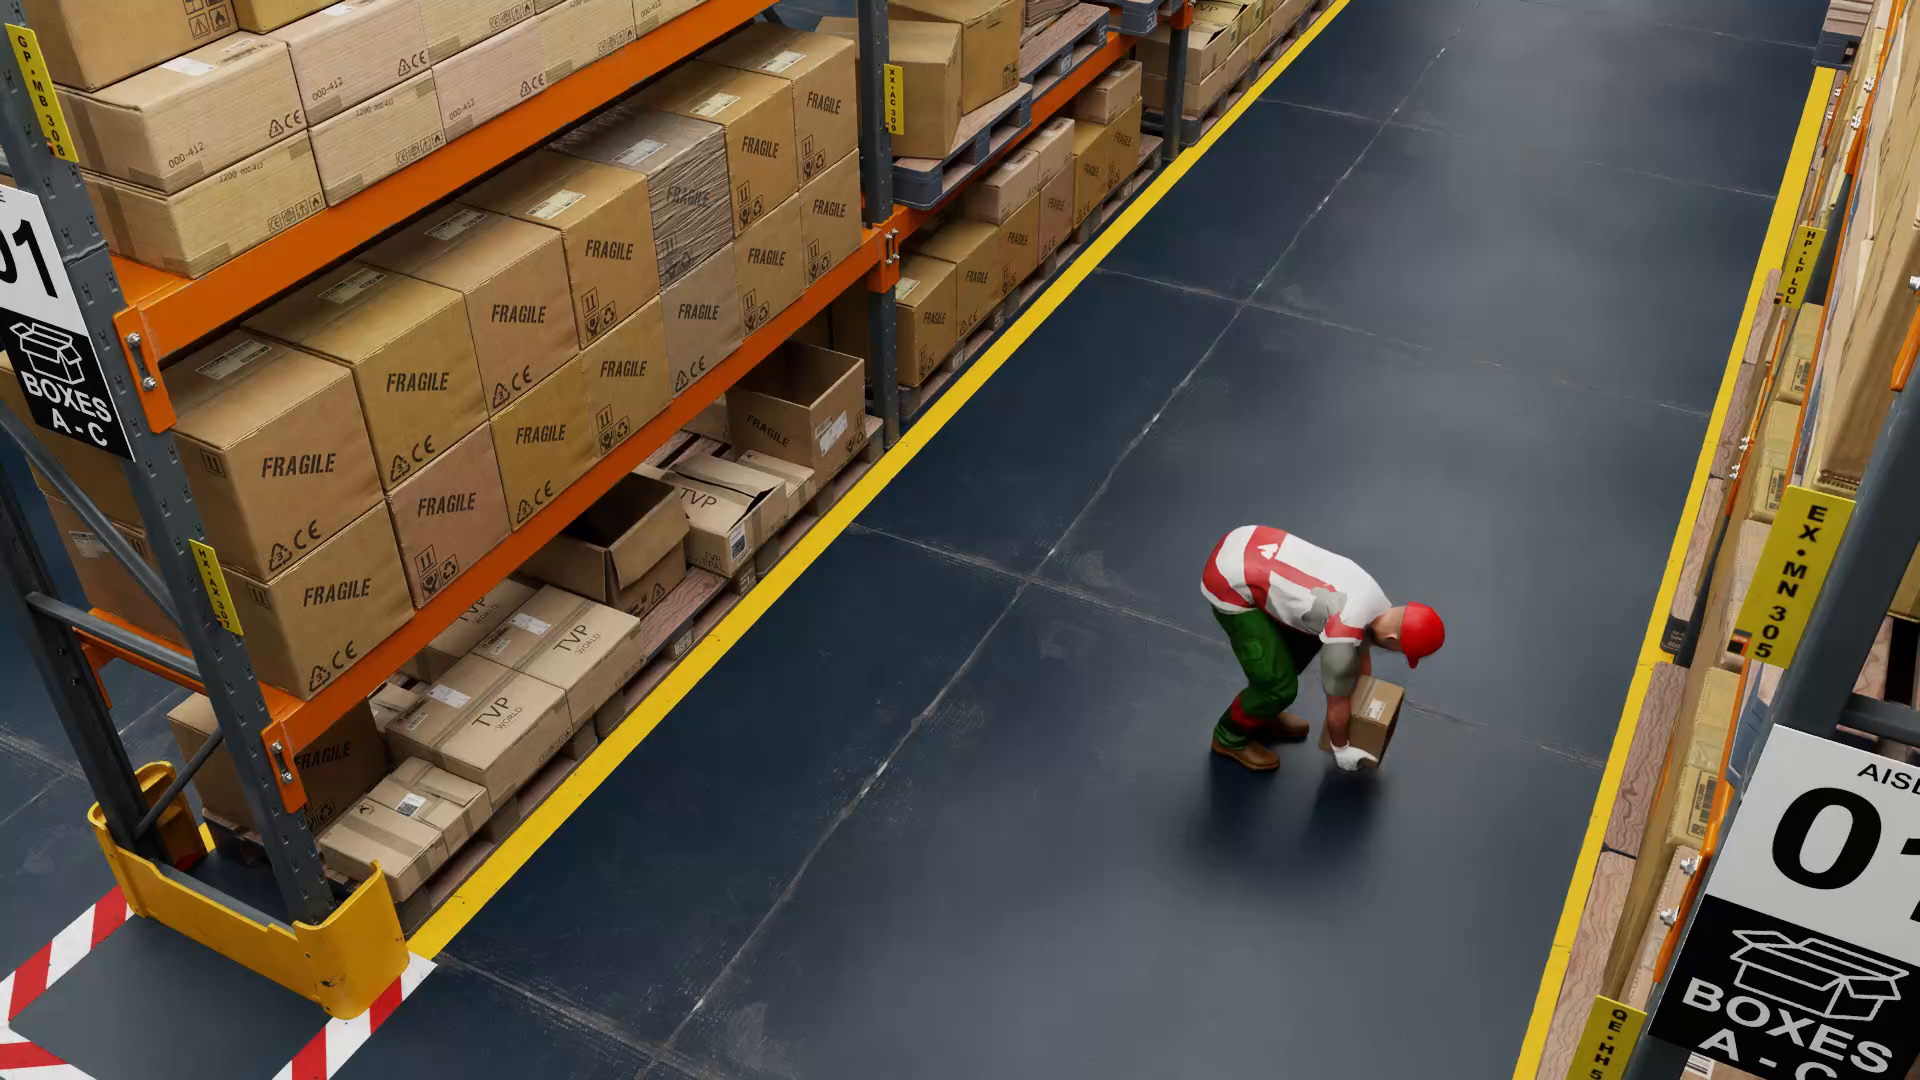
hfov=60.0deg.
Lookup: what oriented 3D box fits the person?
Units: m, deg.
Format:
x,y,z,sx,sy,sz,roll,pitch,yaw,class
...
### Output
x,y,z,sx,sy,sz,roll,pitch,yaw,class
1.424,0.479,6.709,0.959,1.049,0.509,16,40,19,person
